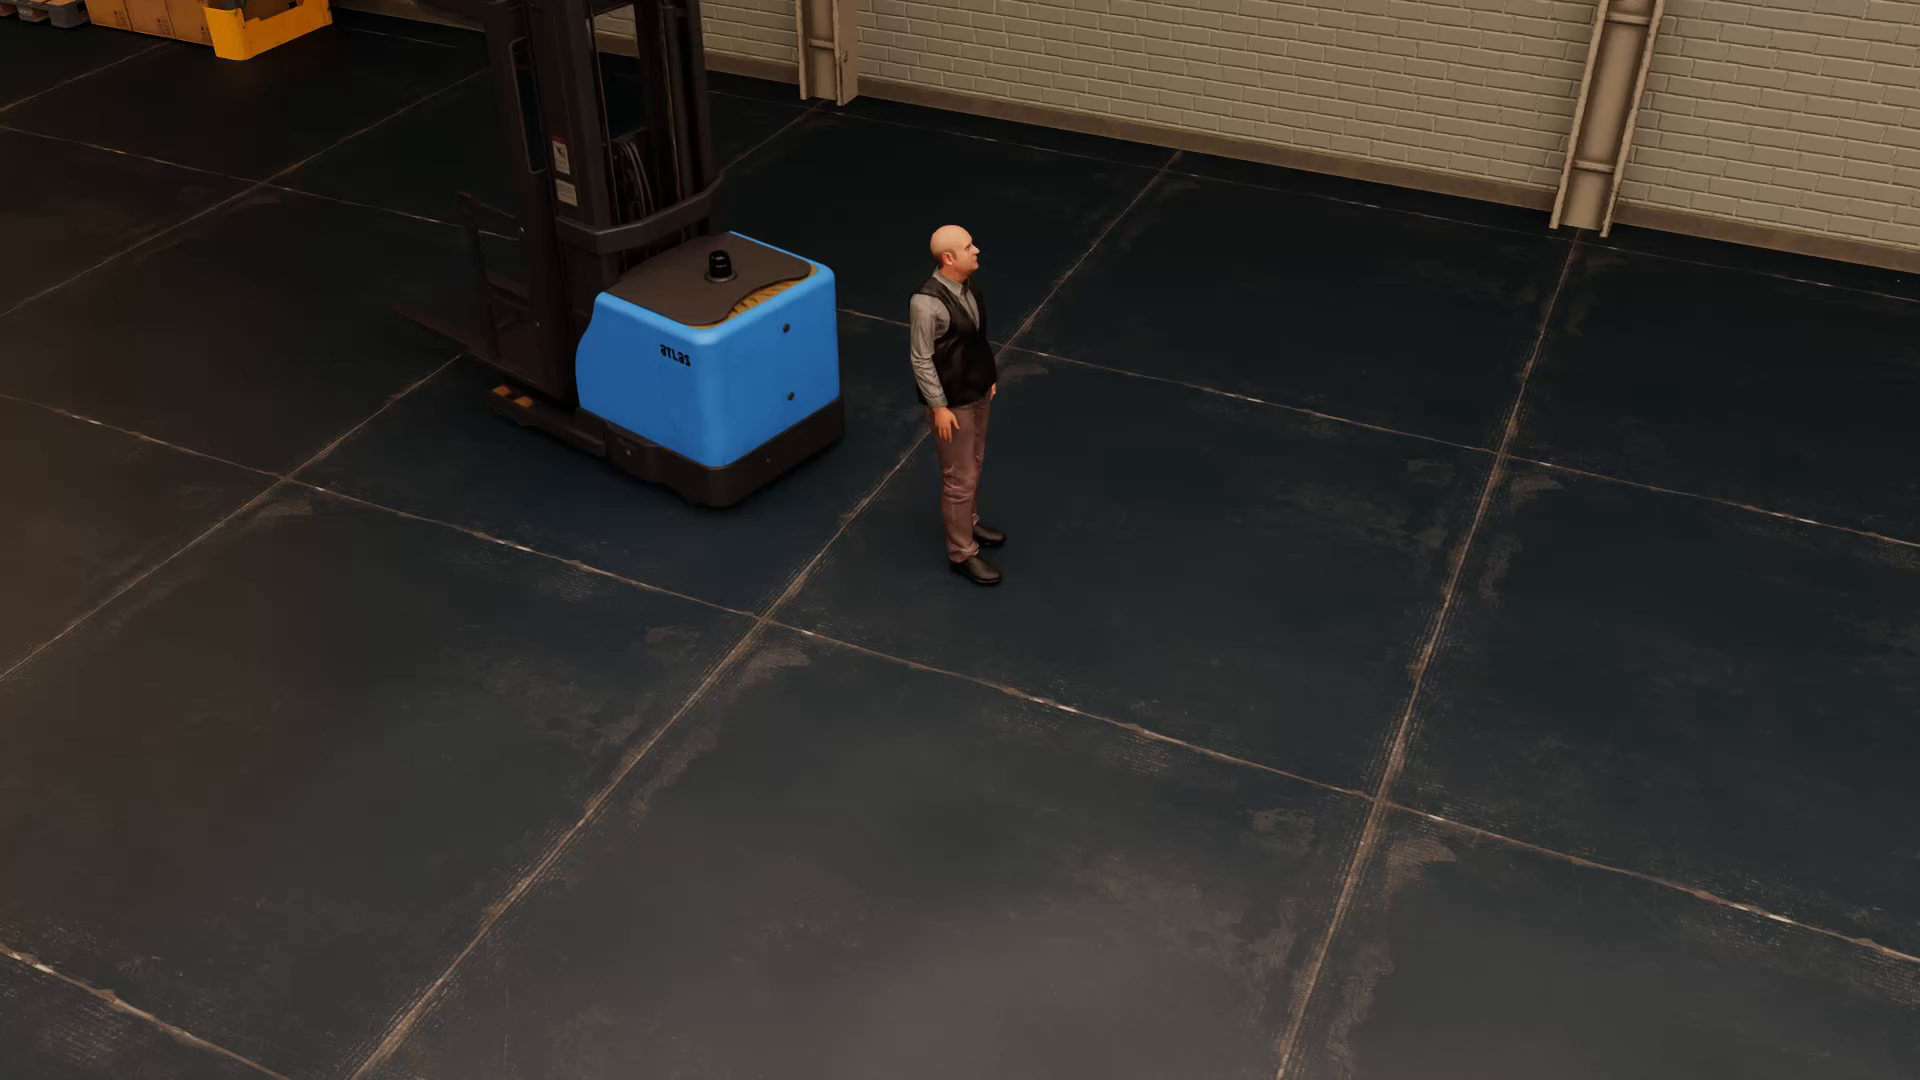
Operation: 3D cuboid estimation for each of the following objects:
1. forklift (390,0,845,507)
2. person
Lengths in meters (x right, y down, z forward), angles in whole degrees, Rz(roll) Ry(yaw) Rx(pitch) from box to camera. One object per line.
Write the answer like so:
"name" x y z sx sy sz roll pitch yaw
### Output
"forklift" -2.119 -2.063 8.979 3.031 2.935 1.130 24 42 30
"person" 0.053 -0.688 8.080 0.568 1.720 0.632 15 38 20
